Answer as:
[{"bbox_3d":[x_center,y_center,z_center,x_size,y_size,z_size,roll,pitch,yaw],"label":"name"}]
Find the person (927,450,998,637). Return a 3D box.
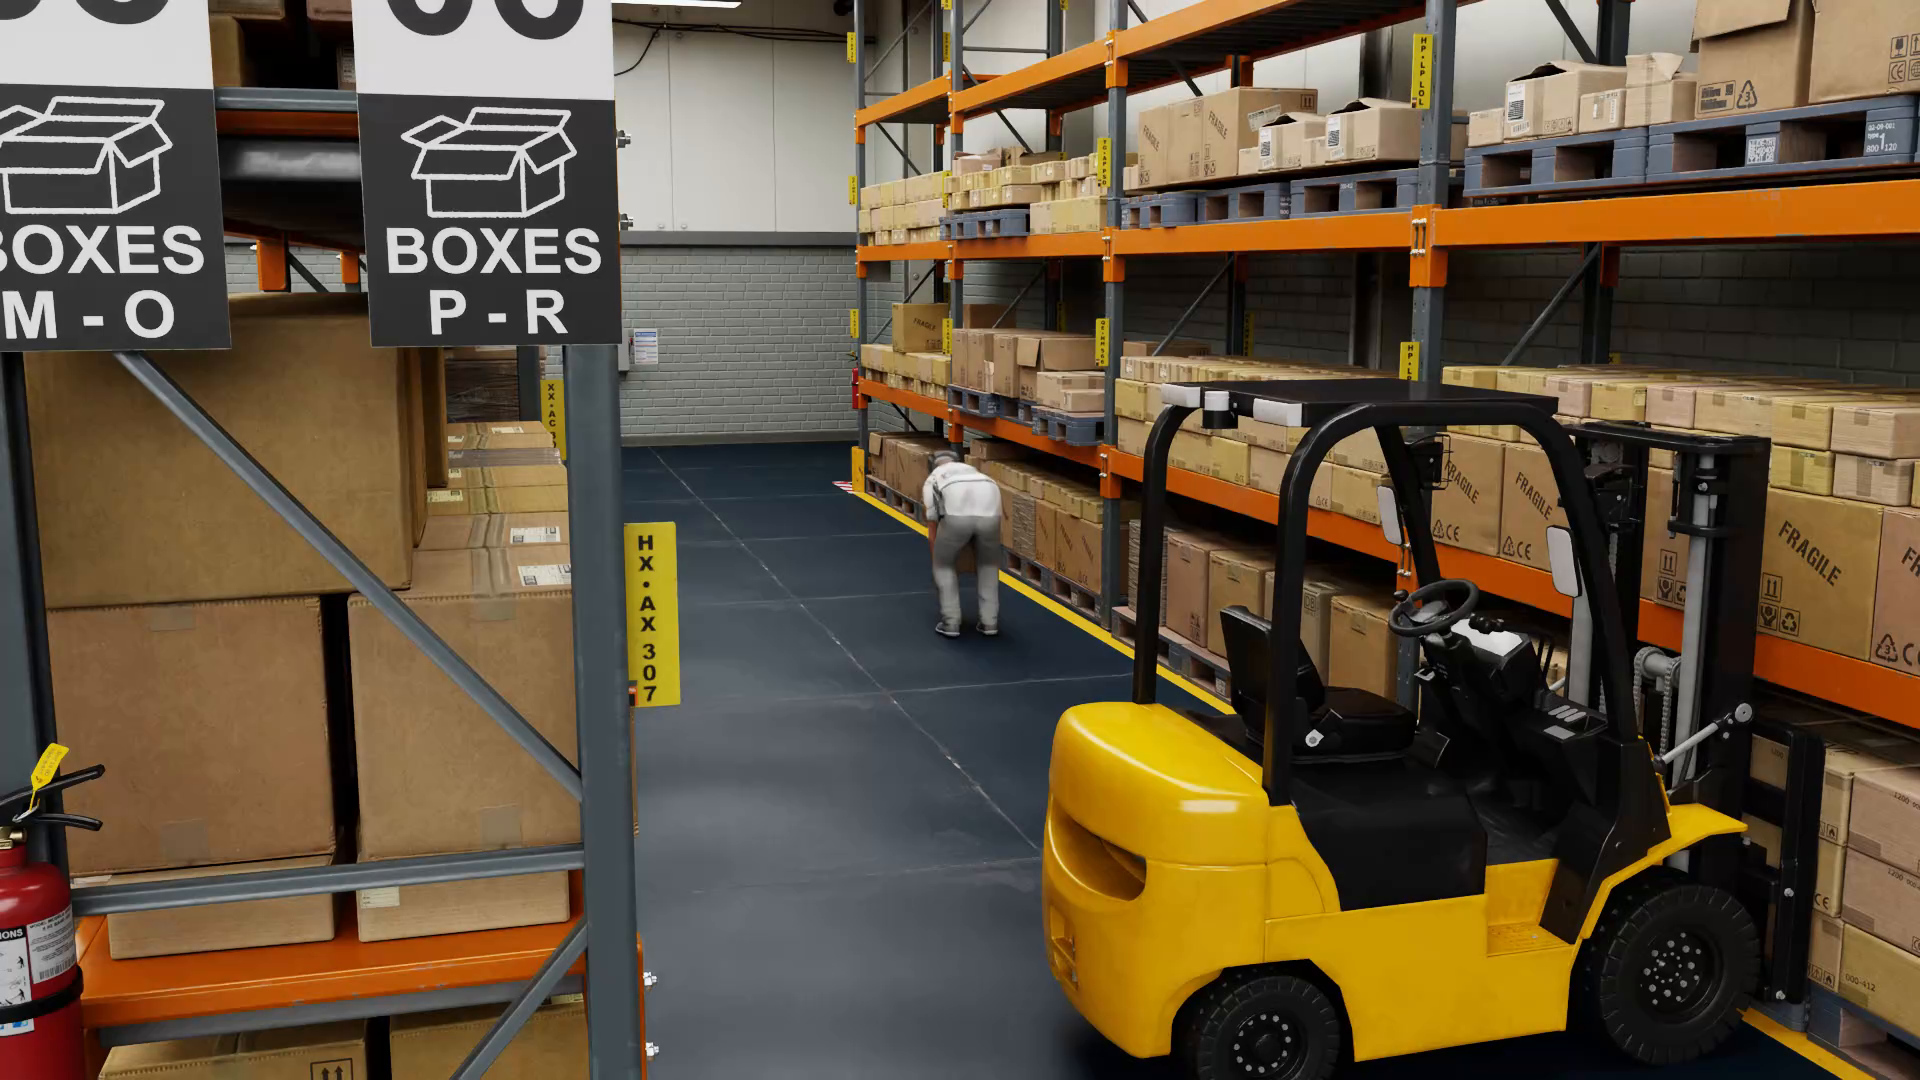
[{"bbox_3d":[-0.015,0.005,11.936,0.425,1.242,0.914,-2,9,-14],"label":"person"}]
